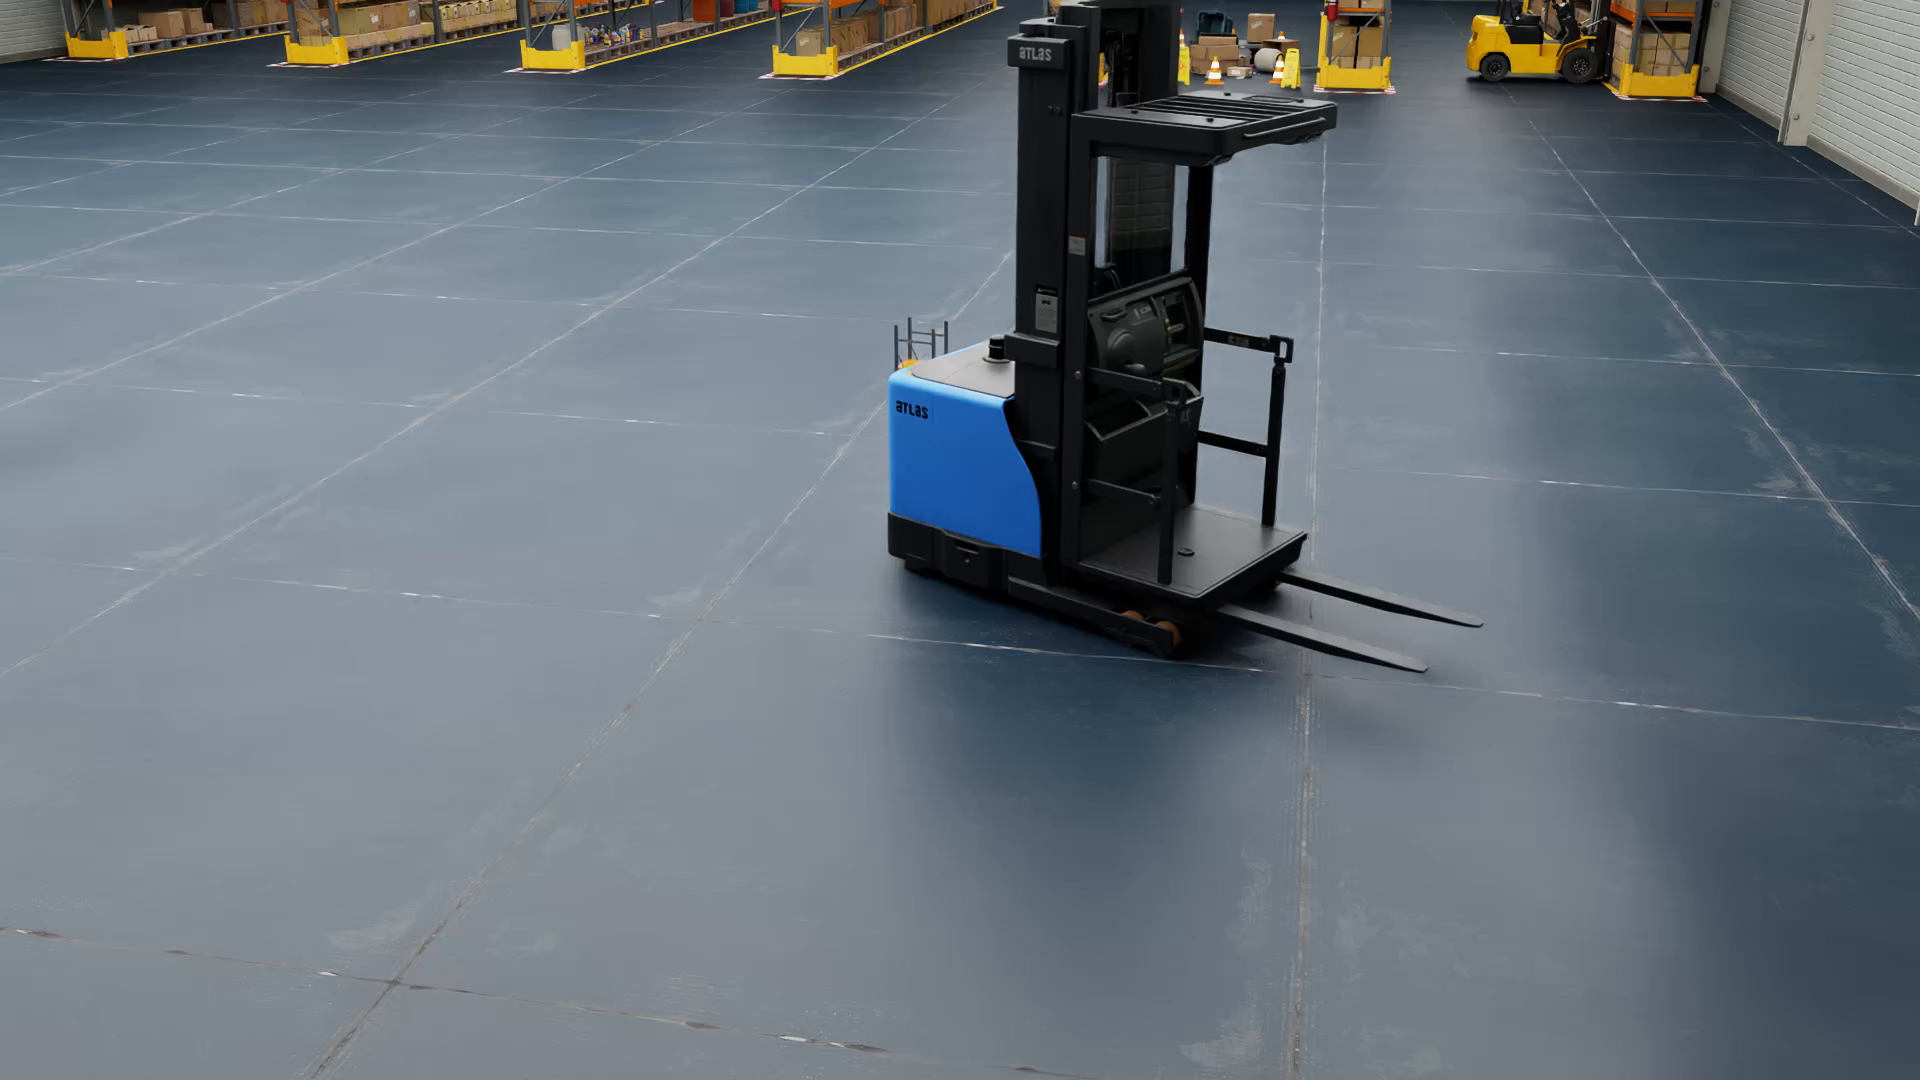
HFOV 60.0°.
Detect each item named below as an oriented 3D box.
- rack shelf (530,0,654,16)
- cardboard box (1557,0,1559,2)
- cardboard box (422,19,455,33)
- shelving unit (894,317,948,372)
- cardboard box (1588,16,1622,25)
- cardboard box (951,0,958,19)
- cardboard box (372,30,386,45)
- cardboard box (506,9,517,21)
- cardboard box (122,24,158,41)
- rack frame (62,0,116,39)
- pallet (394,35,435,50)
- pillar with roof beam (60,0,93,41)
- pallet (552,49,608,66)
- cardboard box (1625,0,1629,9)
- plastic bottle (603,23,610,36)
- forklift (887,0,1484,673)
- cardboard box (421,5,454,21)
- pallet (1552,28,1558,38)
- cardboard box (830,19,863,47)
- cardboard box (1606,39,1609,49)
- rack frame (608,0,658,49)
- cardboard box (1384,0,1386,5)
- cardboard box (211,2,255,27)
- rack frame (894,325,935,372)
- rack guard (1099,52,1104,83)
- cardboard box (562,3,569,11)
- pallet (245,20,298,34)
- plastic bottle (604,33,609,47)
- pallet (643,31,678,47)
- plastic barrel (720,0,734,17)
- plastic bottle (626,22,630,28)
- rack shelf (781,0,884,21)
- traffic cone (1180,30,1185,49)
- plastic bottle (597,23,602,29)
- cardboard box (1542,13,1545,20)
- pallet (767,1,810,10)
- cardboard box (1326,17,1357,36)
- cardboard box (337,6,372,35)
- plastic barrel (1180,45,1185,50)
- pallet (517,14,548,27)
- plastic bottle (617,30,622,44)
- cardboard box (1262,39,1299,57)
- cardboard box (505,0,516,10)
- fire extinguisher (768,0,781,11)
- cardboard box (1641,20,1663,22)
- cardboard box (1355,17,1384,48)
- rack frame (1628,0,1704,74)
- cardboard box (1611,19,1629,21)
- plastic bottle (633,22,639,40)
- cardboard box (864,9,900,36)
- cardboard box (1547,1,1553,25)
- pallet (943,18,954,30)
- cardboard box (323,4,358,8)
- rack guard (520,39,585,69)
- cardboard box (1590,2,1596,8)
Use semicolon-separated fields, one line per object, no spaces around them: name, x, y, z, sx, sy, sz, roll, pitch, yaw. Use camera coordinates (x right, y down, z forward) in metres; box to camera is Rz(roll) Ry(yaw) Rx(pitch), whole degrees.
rack shelf;-7.313;-10.778;33.063;1.077;0.370;4.000;4;22;11
cardboard box;13.782;-12.282;37.751;0.380;0.149;0.250;3;22;8
cardboard box;-11.428;-11.270;36.441;0.500;0.250;0.500;4;22;10
shelving unit;-0.212;-0.629;9.308;0.258;1.200;0.189;9;23;20
cardboard box;12.767;-9.901;32.540;0.875;0.625;0.625;4;22;10
cardboard box;-0.716;-13.038;39.994;1.225;0.875;0.875;4;22;9
cardboard box;-12.041;-10.224;33.842;0.500;0.250;0.500;4;22;11
cardboard box;-10.806;-12.393;39.230;0.500;0.250;0.500;5;22;12
cardboard box;-17.074;-10.547;34.537;0.500;0.311;0.500;6;23;15
rack frame;-17.420;-11.136;32.988;1.000;3.000;0.127;4;22;11
pallet;-11.957;-10.641;35.493;1.003;0.211;1.213;4;22;11
pillar with roof beam;-13.909;-13.912;31.852;9.100;9.000;0.400;4;22;11
pallet;-7.581;-9.415;32.448;1.003;0.211;1.213;4;22;11
cardboard box;11.647;-9.306;28.311;0.500;0.500;0.500;5;23;13
plastic bottle;-7.335;-10.544;34.476;0.144;0.351;0.185;4;22;11
forklift;1.072;-1.025;7.975;3.031;2.935;1.130;17;27;36
cardboard box;-11.425;-11.534;36.345;0.500;0.311;0.500;5;22;11
pallet;13.762;-11.218;36.924;1.003;0.211;1.213;4;22;11
cardboard box;-2.286;-10.148;33.319;0.500;0.500;0.500;12;25;28
cardboard box;11.786;-8.779;29.586;0.500;0.250;0.500;4;22;11
rack frame;-6.905;-11.843;34.745;1.000;3.000;0.127;4;22;11
cardboard box;7.272;-9.424;29.073;0.380;0.149;0.250;4;22;9
cardboard box;-16.470;-11.914;37.677;0.700;0.500;0.500;5;23;13
rack frame;-0.247;-0.597;9.229;0.240;1.200;0.006;9;23;20
rack guard;1.958;-8.419;29.590;1.175;0.500;0.348;4;22;11
cardboard box;-10.153;-13.627;41.930;0.500;0.500;0.500;5;22;12
pallet;-16.199;-12.037;38.960;1.003;0.211;1.213;4;22;11
plastic bottle;-7.046;-9.958;33.128;0.097;0.271;0.097;0;22;0
pallet;-6.783;-10.840;35.986;1.003;0.211;1.213;4;22;11
plastic barrel;-5.775;-12.976;40.222;0.600;0.588;0.708;4;22;11
plastic bottle;-6.895;-10.572;34.546;0.144;0.351;0.185;4;22;11
rack shelf;-2.464;-10.401;32.126;1.077;0.370;4.000;4;22;11
traffic cone;4.531;-10.249;34.183;0.336;0.463;0.334;4;22;11
plastic bottle;-7.476;-10.555;34.503;0.144;0.351;0.185;5;22;12
cardboard box;13.964;-12.358;39.276;0.380;0.149;0.250;4;22;9
pallet;-4.663;-14.640;45.421;1.003;0.211;1.213;4;22;11
cardboard box;7.055;-9.396;30.783;0.500;0.500;0.500;6;23;14
cardboard box;-12.142;-10.389;33.248;0.500;0.500;0.500;4;22;11
plastic barrel;4.049;-9.324;31.938;0.421;0.421;0.512;-16;27;-35
pallet;-10.748;-12.662;40.510;1.003;0.211;1.213;4;22;11
plastic bottle;-6.914;-10.194;33.714;0.097;0.271;0.097;0;22;0
cardboard box;6.095;-9.264;31.683;0.500;0.500;0.500;-16;27;-35
cardboard box;-10.803;-12.654;39.127;0.500;0.311;0.500;5;22;12
fire extinguisher;-3.347;-9.960;30.173;0.296;0.674;0.183;4;22;11
cardboard box;12.506;-9.335;30.298;0.500;0.250;0.500;4;22;10
cardboard box;7.582;-9.368;30.713;0.500;0.500;0.500;6;23;14
rack frame;11.689;-8.870;27.363;1.000;3.000;0.127;4;22;11
cardboard box;11.985;-9.377;30.402;0.500;0.250;0.500;4;22;11
plastic bottle;-6.754;-10.561;34.518;0.144;0.351;0.185;4;22;9
cardboard box;-1.680;-11.111;35.684;0.700;0.500;0.500;3;22;6
cardboard box;13.819;-12.135;38.252;0.500;0.500;0.500;5;23;13
pallet;-0.754;-12.363;39.767;1.003;0.211;1.213;4;22;11
cardboard box;-12.562;-10.612;33.803;0.500;0.500;0.500;4;22;11
rack guard;-7.752;-9.252;31.658;1.175;0.500;0.348;4;22;11
cardboard box;13.786;-11.491;35.787;0.380;0.149;0.250;5;22;12
